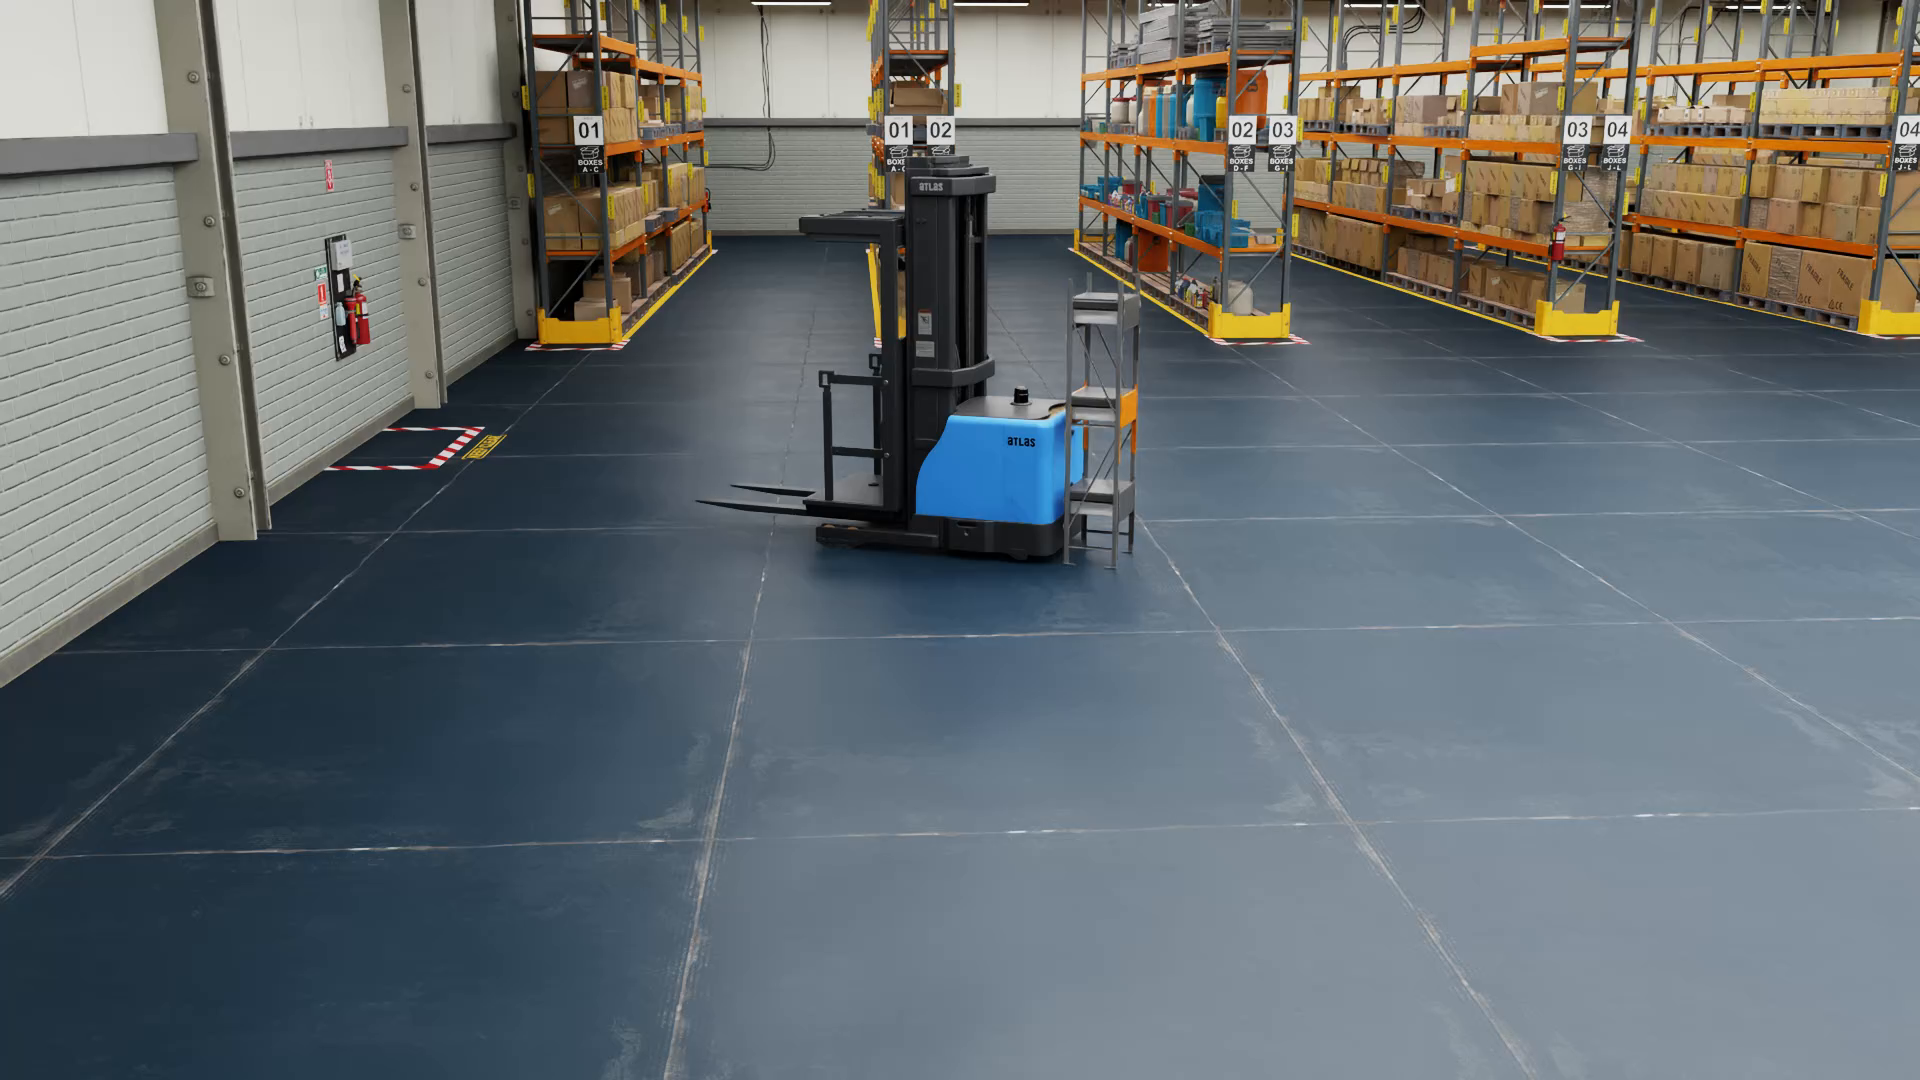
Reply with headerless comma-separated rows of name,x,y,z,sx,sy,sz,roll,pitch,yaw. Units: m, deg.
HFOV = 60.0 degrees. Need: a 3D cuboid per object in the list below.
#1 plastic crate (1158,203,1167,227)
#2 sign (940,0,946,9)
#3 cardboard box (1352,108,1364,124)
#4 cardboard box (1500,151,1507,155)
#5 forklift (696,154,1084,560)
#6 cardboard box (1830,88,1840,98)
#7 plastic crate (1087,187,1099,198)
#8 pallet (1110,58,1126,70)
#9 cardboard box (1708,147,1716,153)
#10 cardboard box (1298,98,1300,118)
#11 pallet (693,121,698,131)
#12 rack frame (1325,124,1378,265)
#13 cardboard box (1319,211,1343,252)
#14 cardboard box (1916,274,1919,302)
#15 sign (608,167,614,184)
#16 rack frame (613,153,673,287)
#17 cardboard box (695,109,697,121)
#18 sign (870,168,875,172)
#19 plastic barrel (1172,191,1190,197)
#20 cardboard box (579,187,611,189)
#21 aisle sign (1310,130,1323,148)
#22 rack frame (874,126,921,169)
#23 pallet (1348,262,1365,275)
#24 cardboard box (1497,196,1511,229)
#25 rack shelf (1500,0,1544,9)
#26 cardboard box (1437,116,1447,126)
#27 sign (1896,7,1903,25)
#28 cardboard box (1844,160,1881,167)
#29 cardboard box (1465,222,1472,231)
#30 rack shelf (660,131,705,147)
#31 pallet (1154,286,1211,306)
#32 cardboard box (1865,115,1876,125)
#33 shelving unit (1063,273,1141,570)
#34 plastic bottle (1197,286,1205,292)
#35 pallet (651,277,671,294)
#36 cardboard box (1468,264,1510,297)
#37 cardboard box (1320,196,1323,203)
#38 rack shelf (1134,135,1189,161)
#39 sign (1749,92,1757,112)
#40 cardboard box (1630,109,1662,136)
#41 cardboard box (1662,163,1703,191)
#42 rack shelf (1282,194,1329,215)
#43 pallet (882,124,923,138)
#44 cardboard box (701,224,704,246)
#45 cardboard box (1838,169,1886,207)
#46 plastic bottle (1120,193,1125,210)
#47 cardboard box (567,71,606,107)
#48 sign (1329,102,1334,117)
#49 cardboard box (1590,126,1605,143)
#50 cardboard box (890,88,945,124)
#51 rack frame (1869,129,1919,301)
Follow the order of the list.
plastic crate,3.734,-5.733,29.320,0.392,0.384,0.575,-1,14,-3
sign,-0.276,-8.832,27.103,0.100,0.325,0.005,-1,14,-3
cardboard box,8.539,-8.876,34.820,0.500,0.311,0.500,-1,14,-5
cardboard box,13.070,-9.019,39.255,0.500,0.500,0.500,0,14,-2
forklift,-0.589,-1.472,12.864,3.031,2.935,1.130,5,15,19
cardboard box,13.823,-6.968,25.929,0.380,0.149,0.250,-1,14,-4
plastic crate,3.138,-8.010,38.352,0.416,0.233,0.300,-1,14,-3
pallet,3.699,-9.876,34.531,1.003,0.211,1.213,-1,14,-3
cardboard box,17.973,-9.243,39.423,0.380,0.149,0.250,-1,14,-5
cardboard box,8.399,-10.156,39.216,0.700,0.500,0.500,-2,15,-7
pallet,-6.383,-9.224,37.014,1.003,0.211,1.213,-1,14,-3
rack frame,8.561,-7.537,36.300,1.000,3.000,0.127,-1,14,-3
cardboard box,8.600,-6.877,37.156,0.875,0.875,0.875,-1,14,-3
cardboard box,16.493,-4.193,28.039,0.797,0.637,0.503,-1,14,-3
sign,-6.577,-6.864,31.362,0.100,0.325,0.005,-1,14,-3
rack frame,-6.023,-6.313,31.542,1.000,3.000,0.127,-1,14,-3
cardboard box,-6.138,-9.498,37.158,0.500,0.250,0.500,-1,14,-5
sign,-1.868,-7.794,35.562,0.100,0.325,0.005,-1,14,-3
plastic barrel,4.142,-6.267,31.141,0.421,0.512,0.421,0,14,0
cardboard box,-5.954,-5.498,27.132,0.500,0.500,0.500,-1,14,-5
aisle sign,8.608,-9.813,39.930,0.394,0.787,0.004,-1,14,-3
rack frame,-1.327,-7.385,35.710,1.000,3.000,0.127,-1,14,-3
pallet,8.763,-5.692,34.725,1.003,0.211,1.213,-1,14,-3
cardboard box,9.140,-5.254,26.631,0.875,0.500,0.500,-1,14,-3
rack shelf,13.394,-12.252,37.362,1.077,0.370,4.000,-1,14,-3
cardboard box,8.841,-7.555,29.977,0.380,0.166,0.250,-1,14,-5
sign,18.146,-10.120,32.108,0.100,0.325,0.005,-1,14,-3
cardboard box,18.367,-7.480,33.871,0.500,0.500,0.500,-1,14,-2
cardboard box,8.772,-5.305,28.131,0.380,0.149,0.250,-1,14,-3
rack shelf,-6.394,-8.909,37.058,1.077,0.370,4.000,-1,14,-3
pallet,4.026,-4.315,29.375,1.003,0.211,1.213,-1,14,-3
cardboard box,13.887,-6.327,25.039,0.380,0.149,0.250,-1,14,-3
shelving unit,1.041,-0.876,12.217,0.431,2.100,0.503,5,15,19
plastic bottle,3.933,-4.014,27.190,0.152,0.276,0.135,-1,14,-3
pallet,-5.976,-4.768,31.134,1.003,0.211,1.213,-1,14,-3
cardboard box,9.041,-4.440,28.438,0.500,0.500,0.500,-1,14,-5
cardboard box,8.199,-7.550,36.856,0.380,0.149,0.250,-1,14,-2
rack shelf,3.989,-7.073,29.920,1.077,0.370,4.000,-1,14,-3
sign,13.472,-7.444,28.248,0.100,0.325,0.005,-1,14,-3
cardboard box,13.476,-8.233,32.784,0.500,0.500,0.500,-1,14,-3
cardboard box,13.816,-6.889,31.574,0.700,0.500,0.500,-1,14,-4
rack shelf,8.437,-7.686,38.323,1.077,0.370,4.000,-1,14,-3
pallet,-0.752,-6.594,26.791,1.003,0.211,1.213,-1,14,-3
cardboard box,-6.375,-7.123,38.864,0.700,0.500,0.500,-1,14,-3
cardboard box,14.151,-5.428,25.635,0.875,0.550,0.550,-1,14,-3
plastic bottle,3.356,-6.940,34.077,0.144,0.351,0.185,-1,14,-3
cardboard box,-5.309,-6.418,23.683,0.500,0.500,0.500,-2,15,-7
sign,8.007,-9.270,35.818,0.100,0.325,0.005,-1,14,-3
cardboard box,9.532,-6.057,24.827,0.500,0.250,0.500,0,14,-2
cardboard box,-0.615,-6.318,24.210,0.797,0.503,0.637,0,14,0
rack frame,14.261,-4.604,24.901,1.000,3.000,0.127,-1,14,-3
